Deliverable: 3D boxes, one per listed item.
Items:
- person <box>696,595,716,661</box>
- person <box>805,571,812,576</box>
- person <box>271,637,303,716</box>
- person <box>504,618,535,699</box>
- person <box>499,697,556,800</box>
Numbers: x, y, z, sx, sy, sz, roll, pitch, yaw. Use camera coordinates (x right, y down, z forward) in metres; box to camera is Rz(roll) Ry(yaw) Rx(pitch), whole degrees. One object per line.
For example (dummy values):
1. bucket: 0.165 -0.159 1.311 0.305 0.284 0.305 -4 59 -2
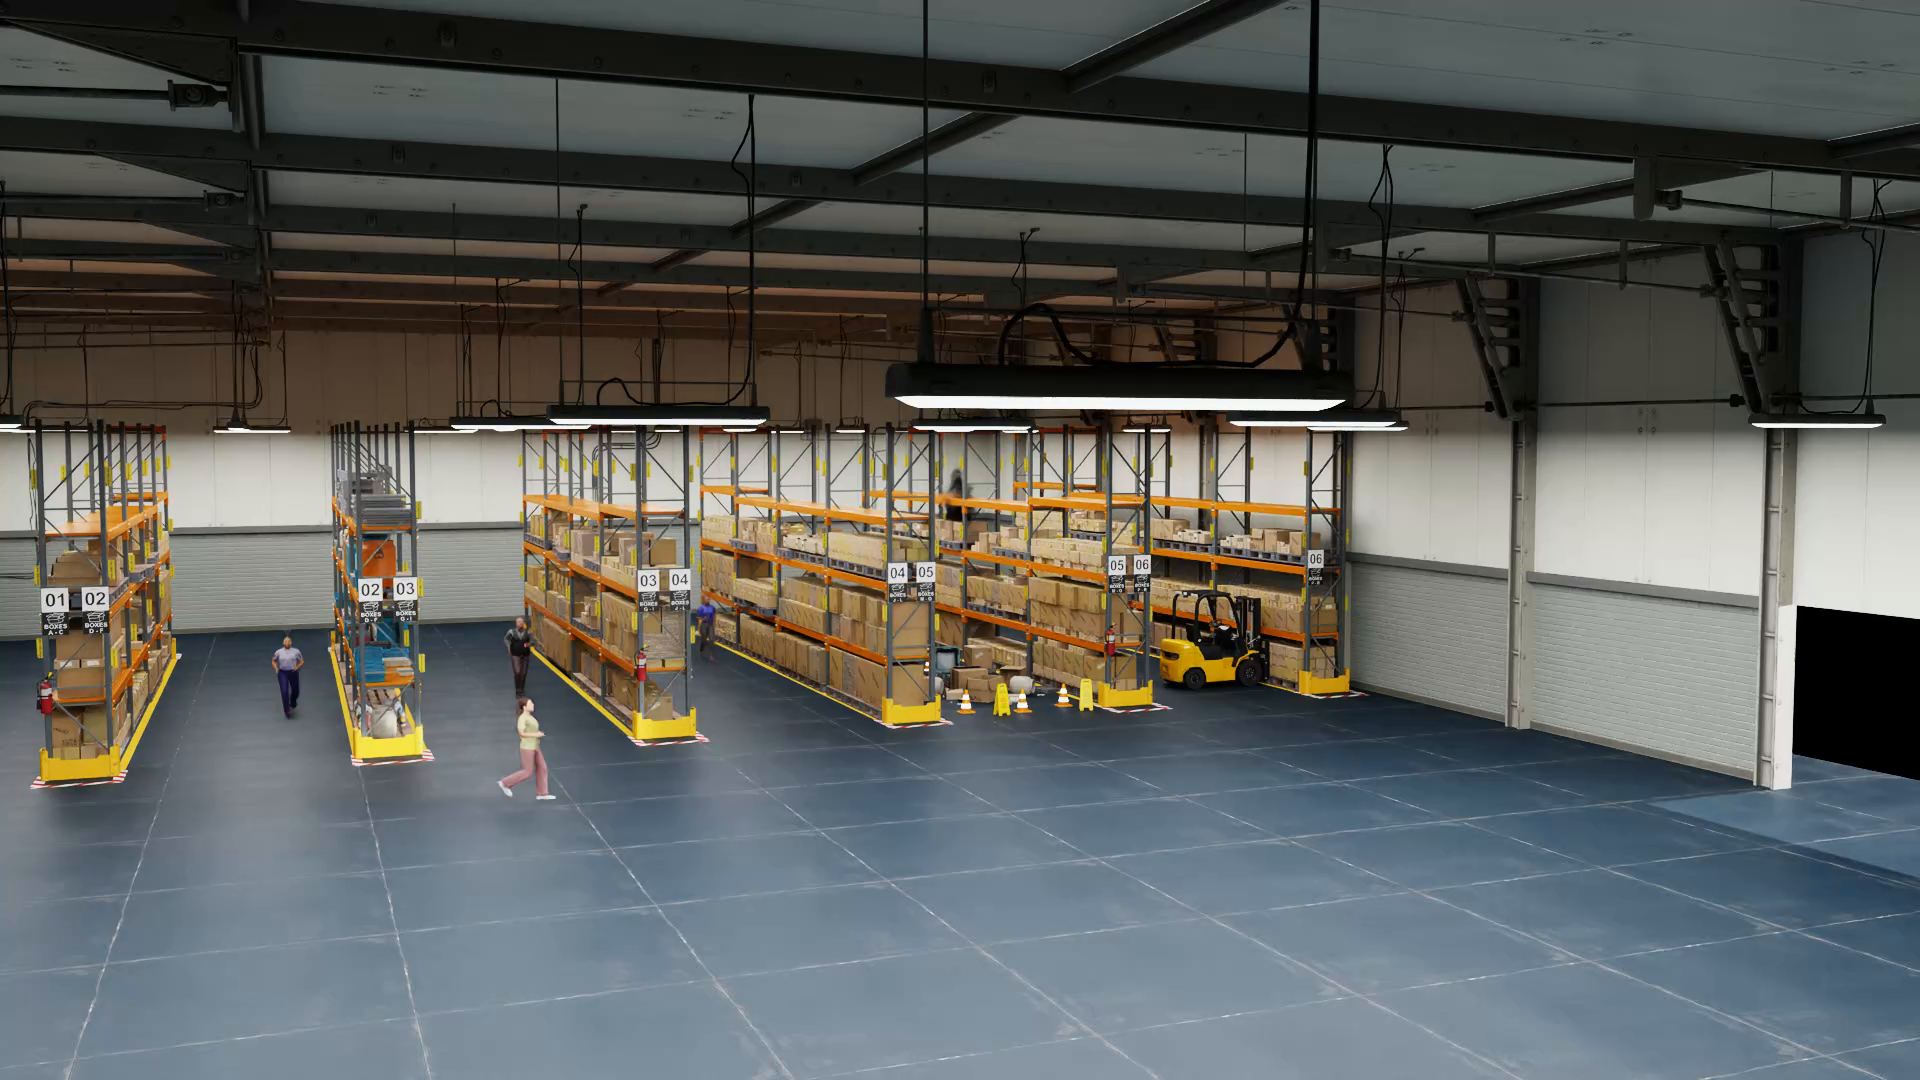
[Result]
1. person: -6.435 2.234 42.323 0.586 1.633 0.891 -2 4 -25
2. person: -4.580 1.770 50.619 0.683 1.612 0.519 -2 4 -26
3. person: -13.819 2.785 34.181 0.615 1.602 0.707 -2 4 -26
4. person: -9.656 2.594 36.532 0.648 1.784 0.700 -2 4 -24
5. person: -6.773 3.269 26.022 0.871 1.640 0.589 0 4 0
